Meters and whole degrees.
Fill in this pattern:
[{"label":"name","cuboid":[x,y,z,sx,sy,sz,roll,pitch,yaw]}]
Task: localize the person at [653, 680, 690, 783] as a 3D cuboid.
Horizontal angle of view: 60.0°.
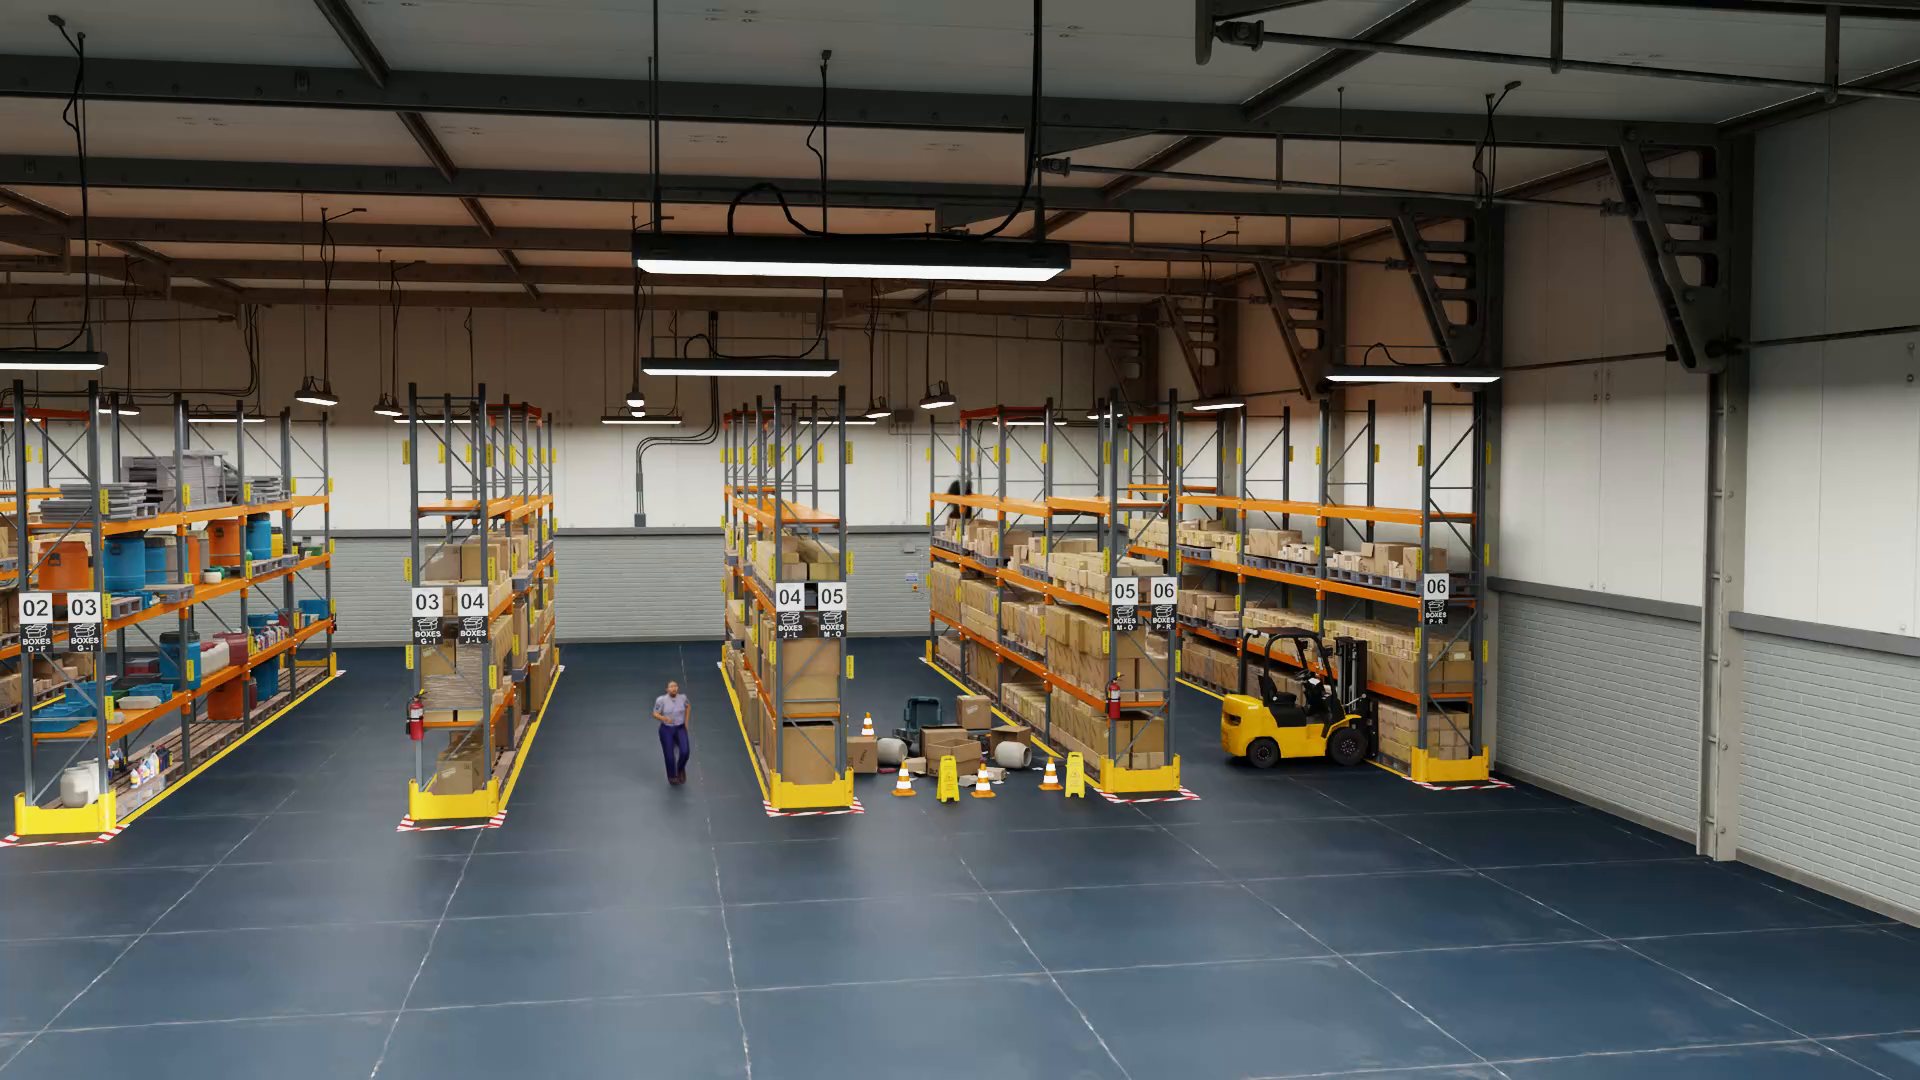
[{"label":"person","cuboid":[-4.342,2.911,25.190,0.599,1.602,0.645,-1,3,-20]}]
